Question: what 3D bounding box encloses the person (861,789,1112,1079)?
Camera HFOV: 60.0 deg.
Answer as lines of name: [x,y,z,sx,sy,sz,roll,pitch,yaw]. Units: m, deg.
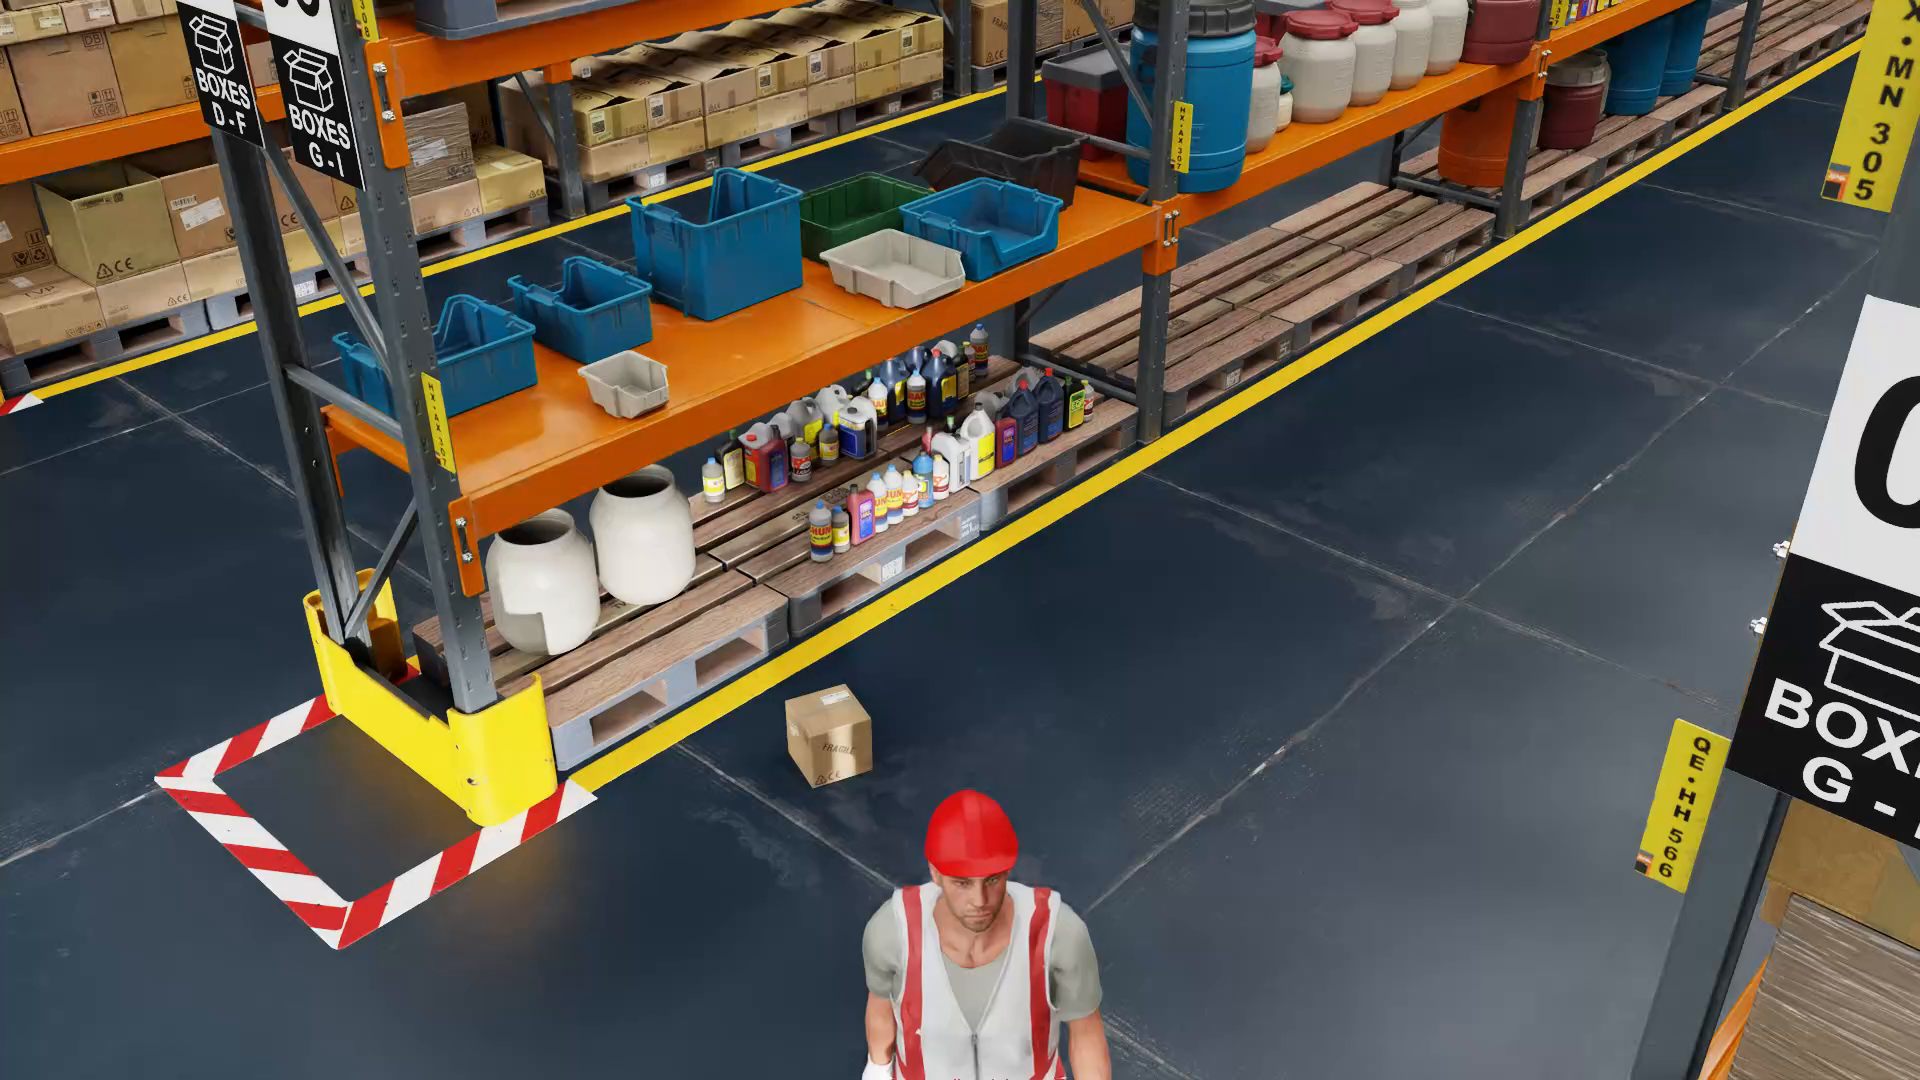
person: [0.069,1.339,3.891,0.585,1.743,1.047,-3,31,-5]
